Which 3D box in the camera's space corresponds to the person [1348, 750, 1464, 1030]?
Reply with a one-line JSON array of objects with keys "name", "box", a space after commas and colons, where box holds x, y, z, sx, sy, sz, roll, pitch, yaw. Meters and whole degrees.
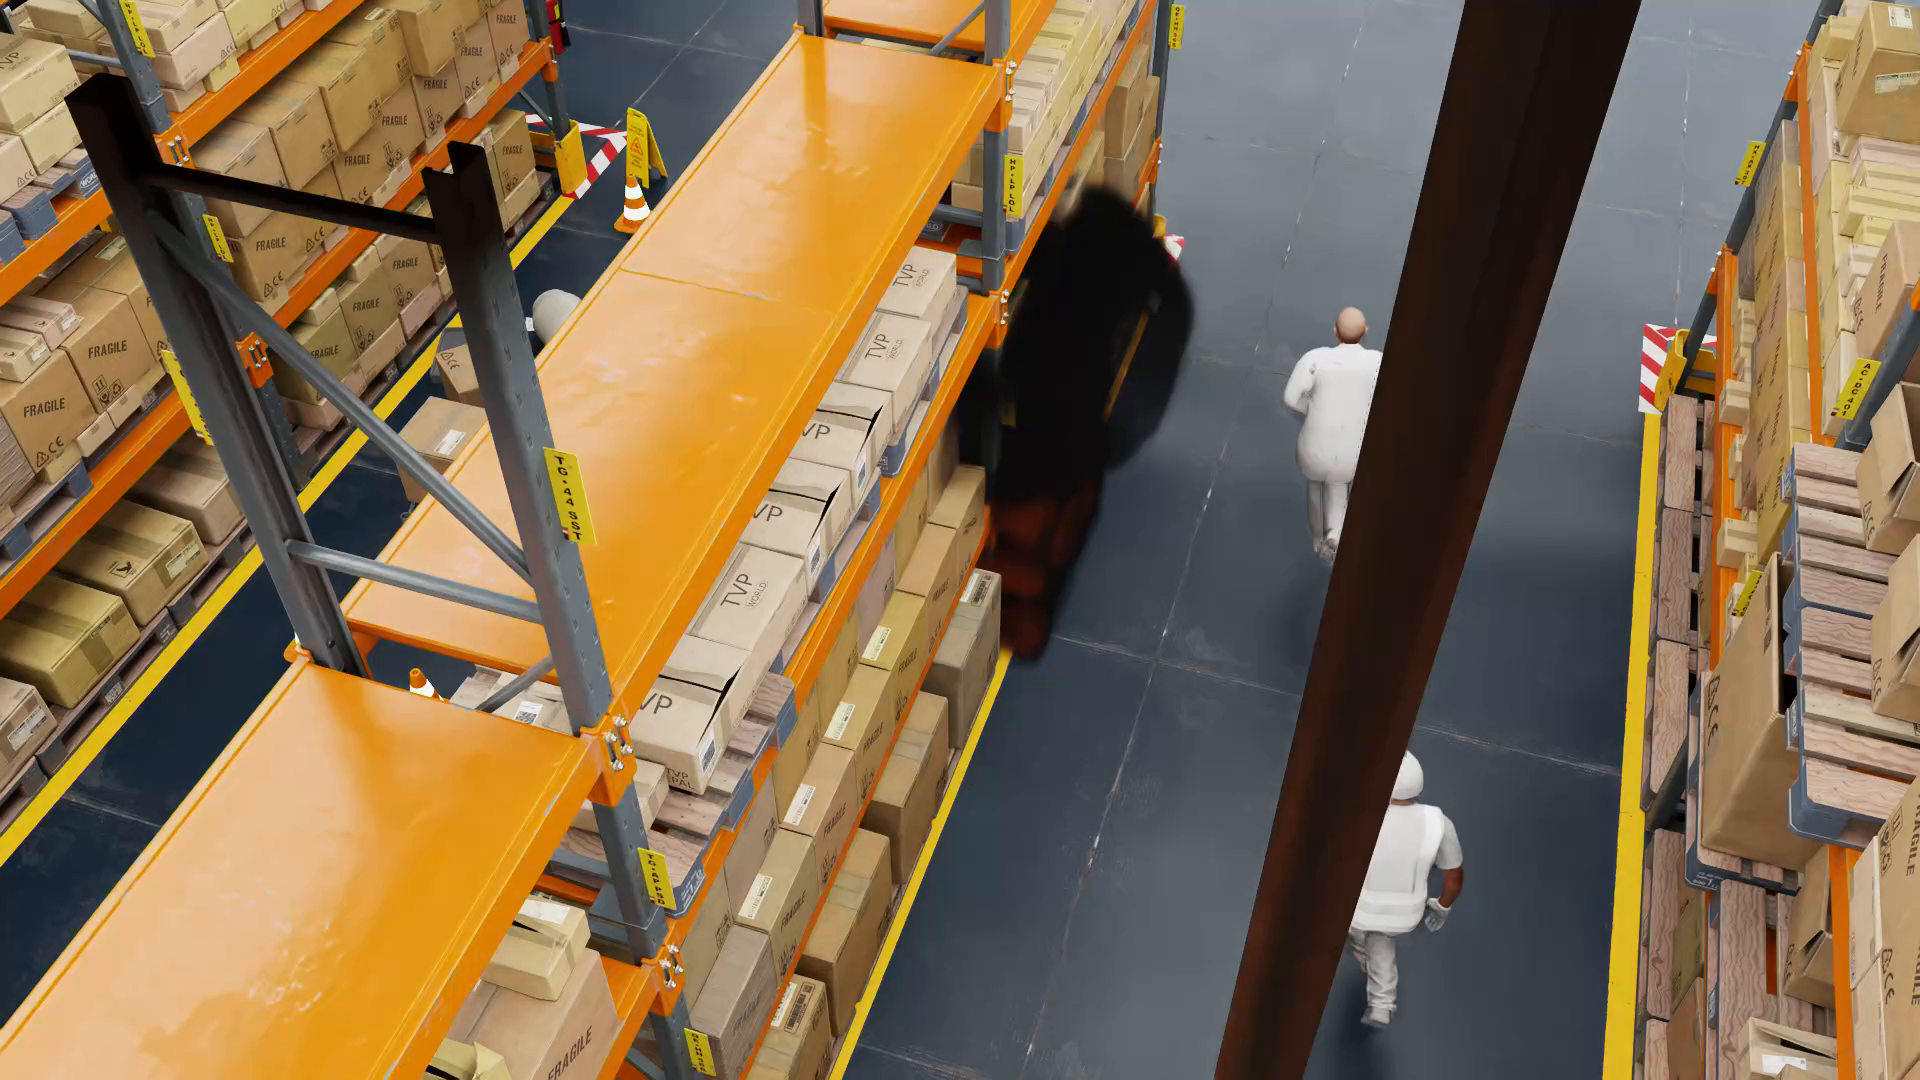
[{"name": "person", "box": [2.062, 1.750, 8.163, 0.674, 1.572, 0.794, 2, 46, 2]}]

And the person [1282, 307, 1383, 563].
[{"name": "person", "box": [2.268, -0.544, 10.084, 0.706, 1.730, 0.758, 3, 46, 3]}]
